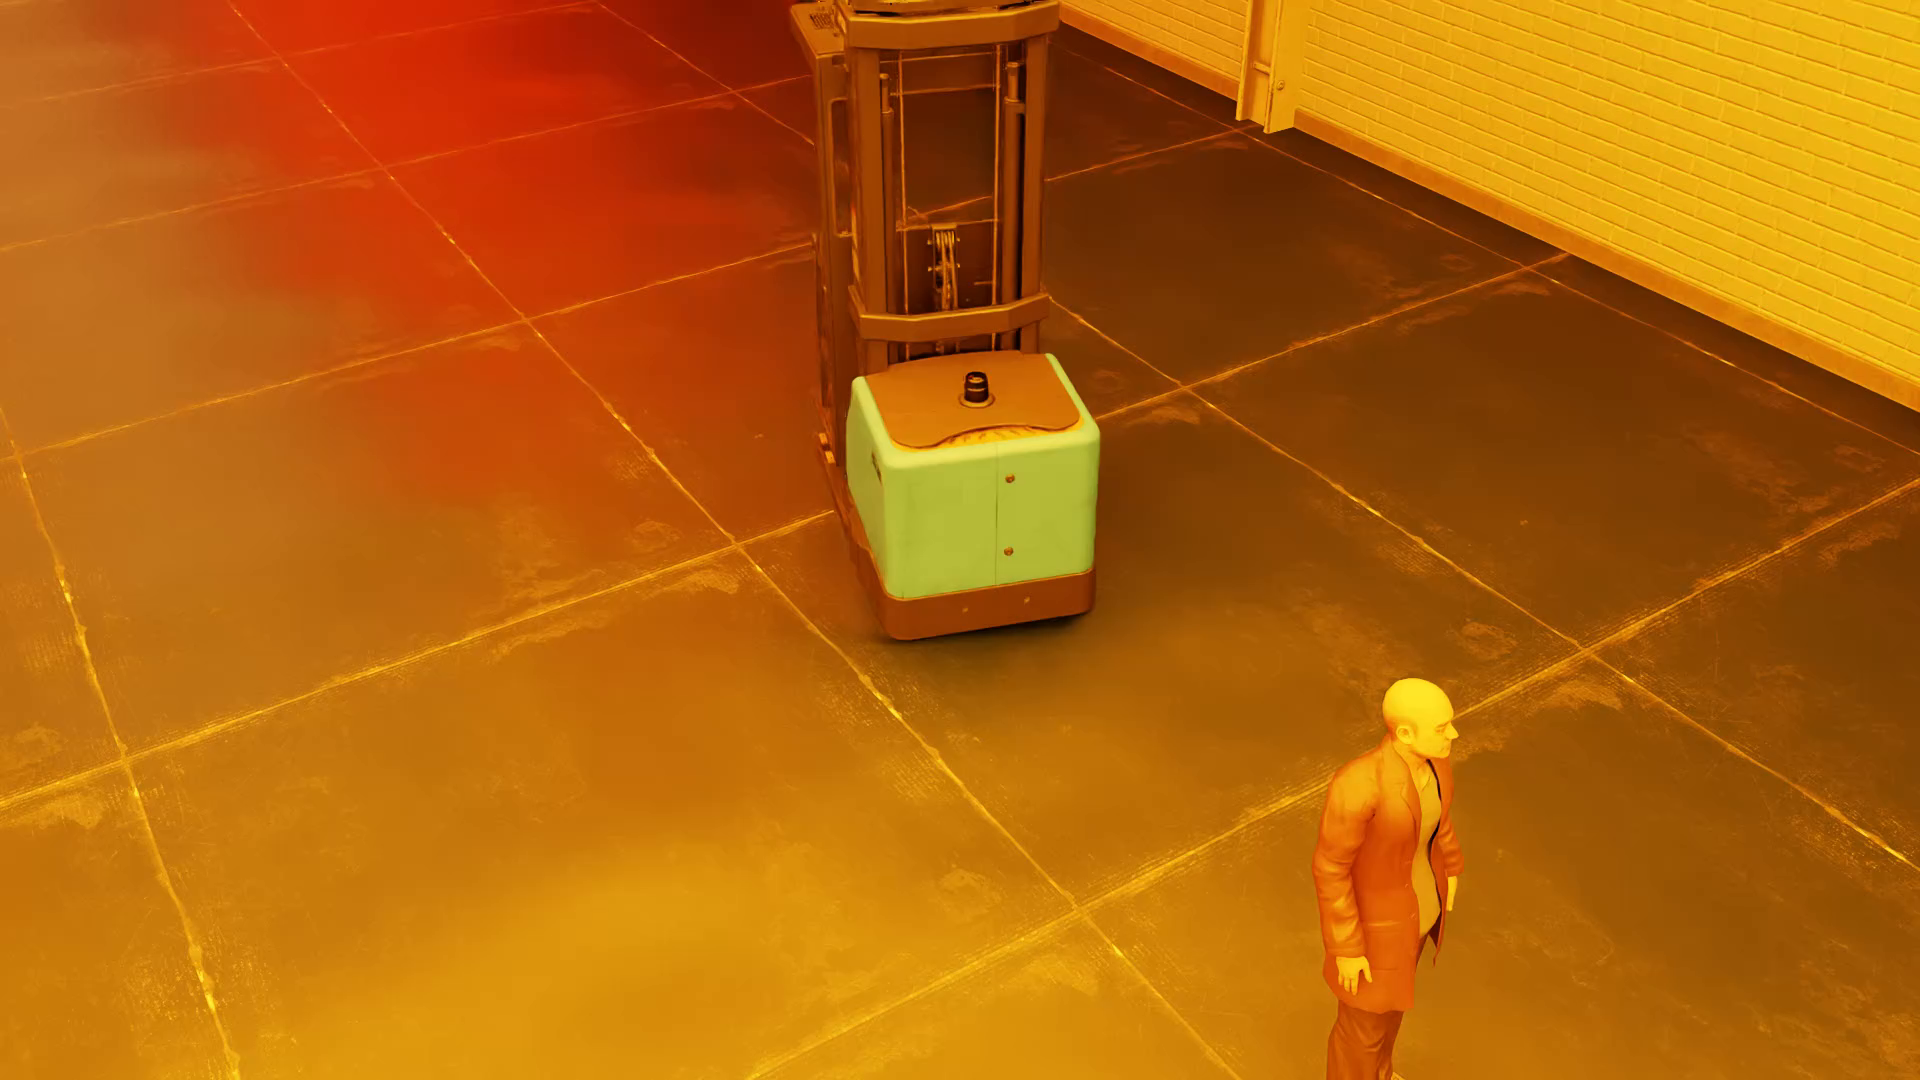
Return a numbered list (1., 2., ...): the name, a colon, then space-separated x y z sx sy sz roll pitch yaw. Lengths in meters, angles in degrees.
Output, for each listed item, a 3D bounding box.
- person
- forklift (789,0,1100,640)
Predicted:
1. person: 1.462 1.243 5.368 0.697 1.776 0.582 -29 45 -35
2. forklift: -0.197 -1.568 8.380 1.130 2.935 3.031 -8 36 -11
